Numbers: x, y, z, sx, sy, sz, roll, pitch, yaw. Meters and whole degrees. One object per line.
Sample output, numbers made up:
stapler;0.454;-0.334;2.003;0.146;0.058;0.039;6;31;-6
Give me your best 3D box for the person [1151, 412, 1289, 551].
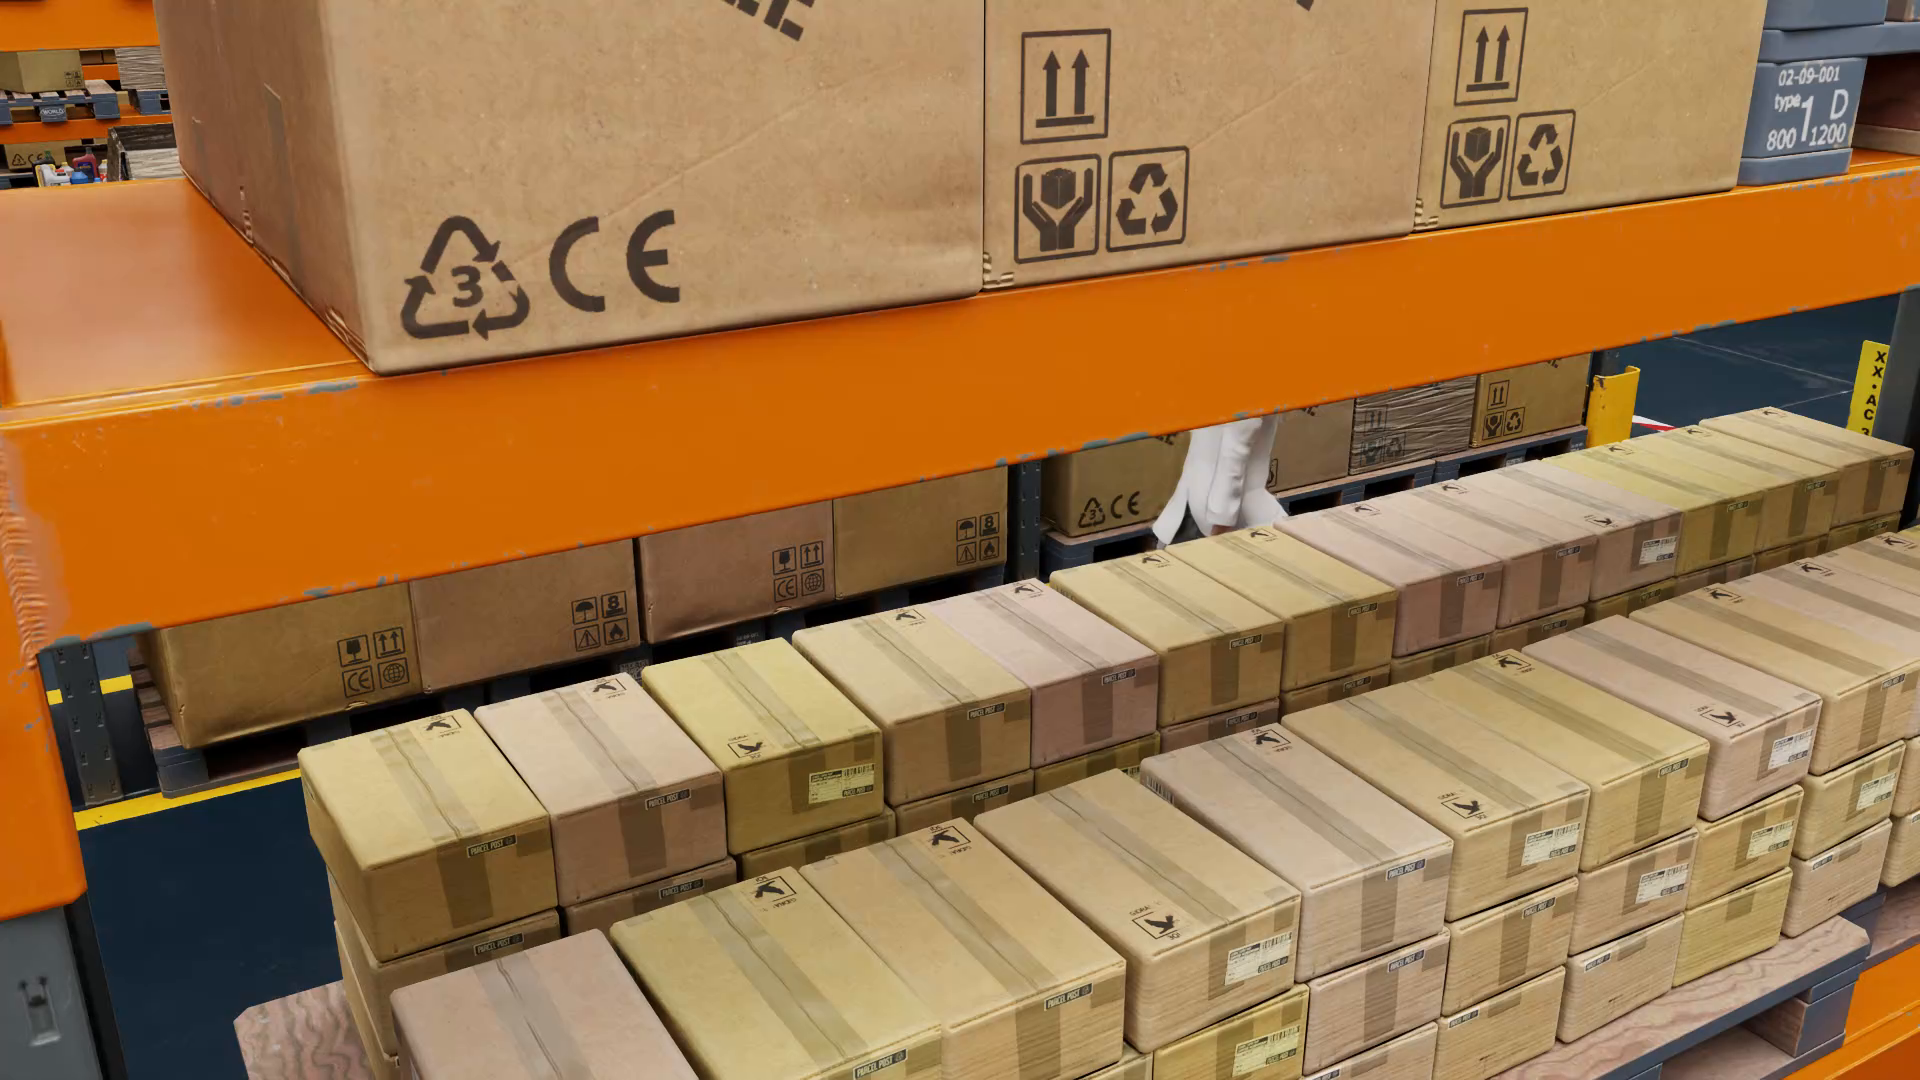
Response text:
person;0.964;-0.168;6.571;1.022;1.718;0.627;-5;22;-13
